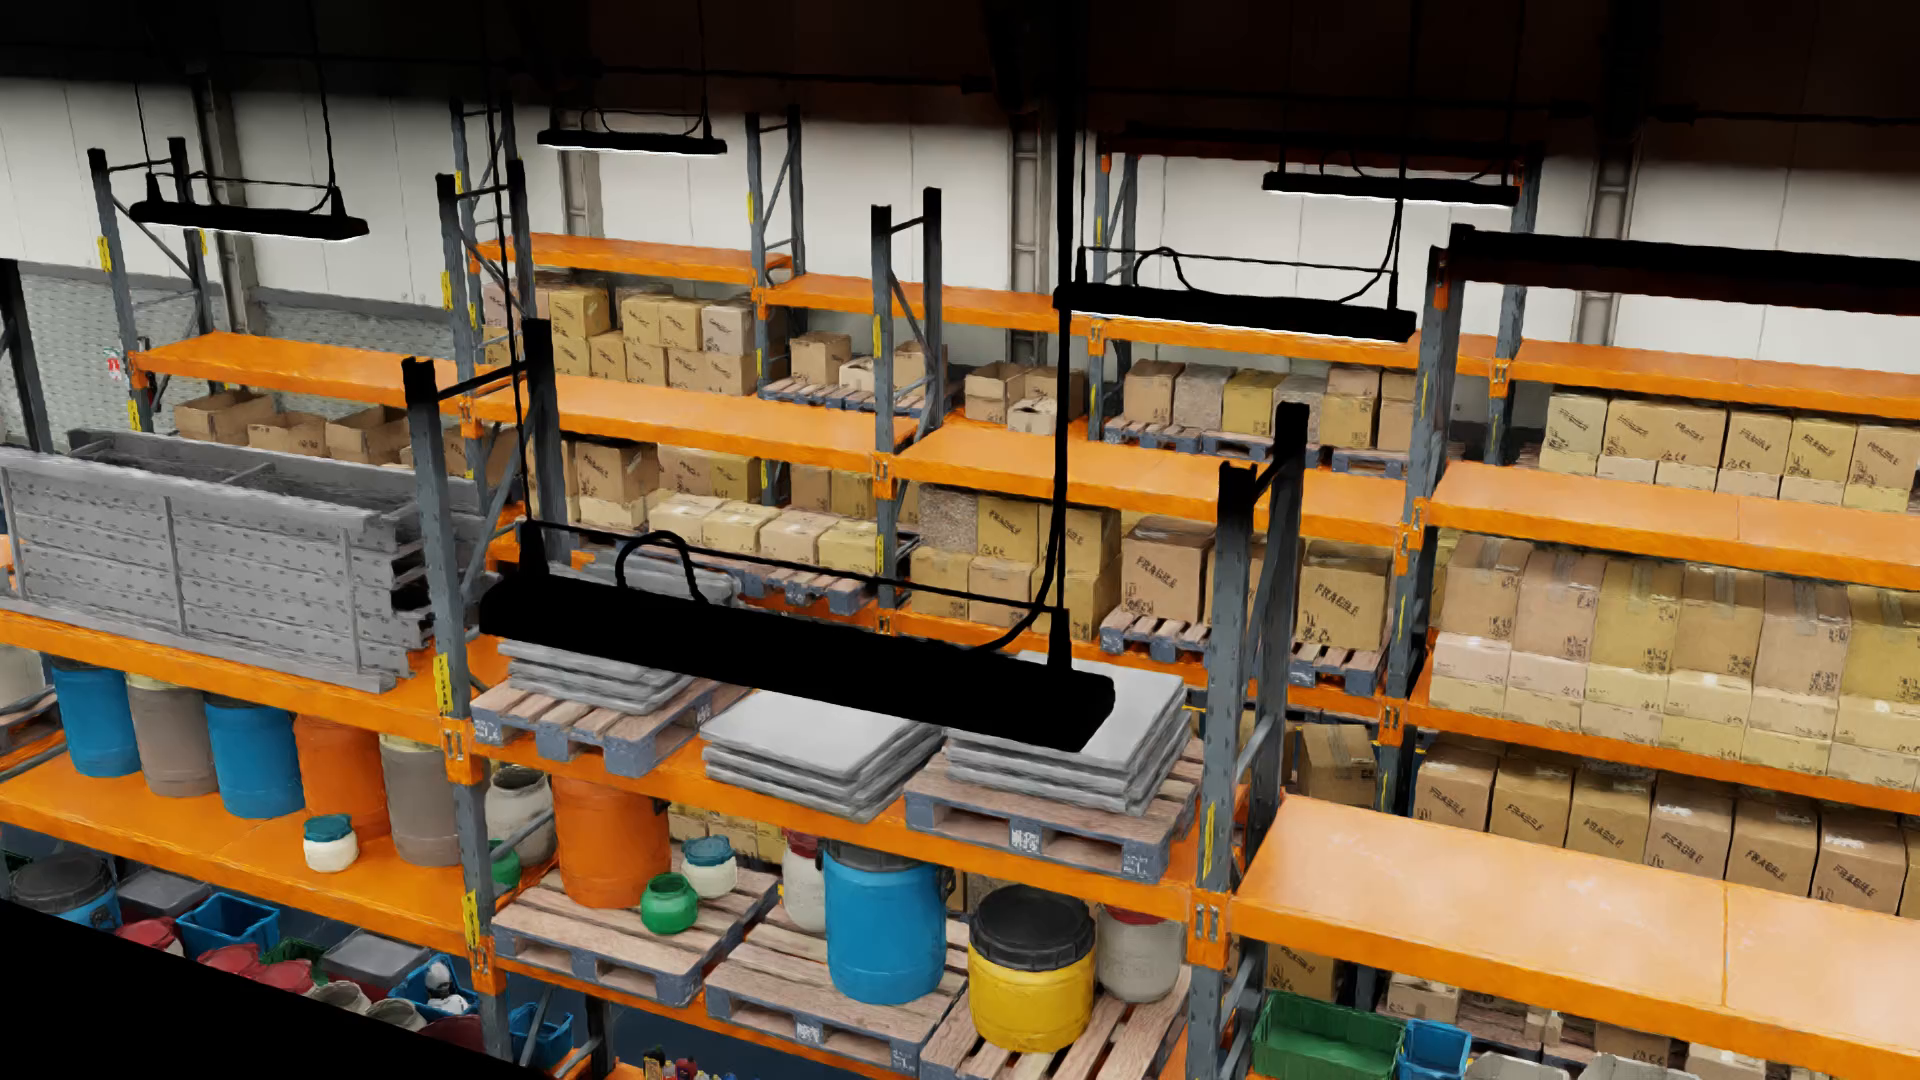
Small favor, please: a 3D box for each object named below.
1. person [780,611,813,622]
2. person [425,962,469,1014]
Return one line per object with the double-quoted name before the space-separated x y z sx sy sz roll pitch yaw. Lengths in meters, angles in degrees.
"person" -1.745 0.752 18.410 0.506 1.628 0.639 8 22 20
"person" -3.331 3.511 10.862 0.531 1.619 0.923 -19 28 -41
